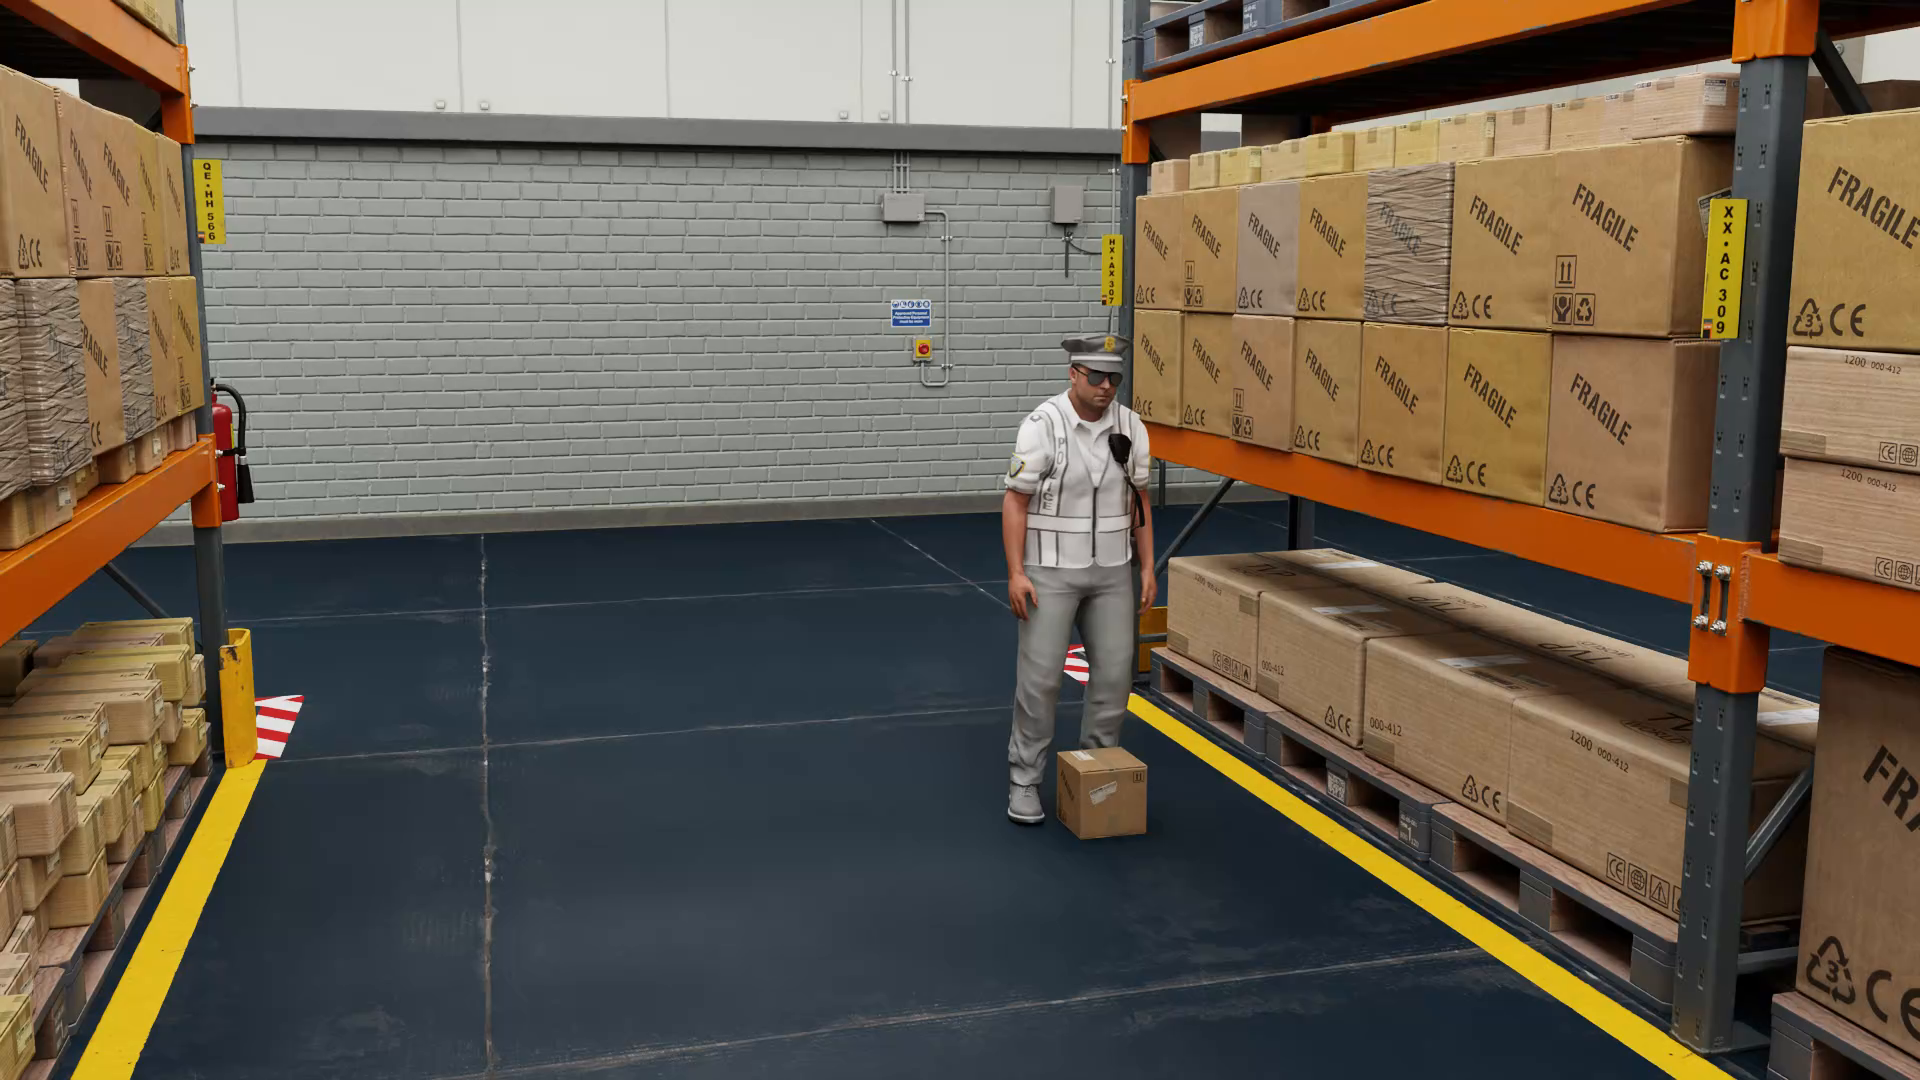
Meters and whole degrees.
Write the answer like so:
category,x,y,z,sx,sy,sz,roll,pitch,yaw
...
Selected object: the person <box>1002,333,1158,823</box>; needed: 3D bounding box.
category,x,y,z,sx,sy,sz,roll,pitch,yaw
person,0.429,0.120,6.097,0.605,1.751,0.428,-3,10,-19
